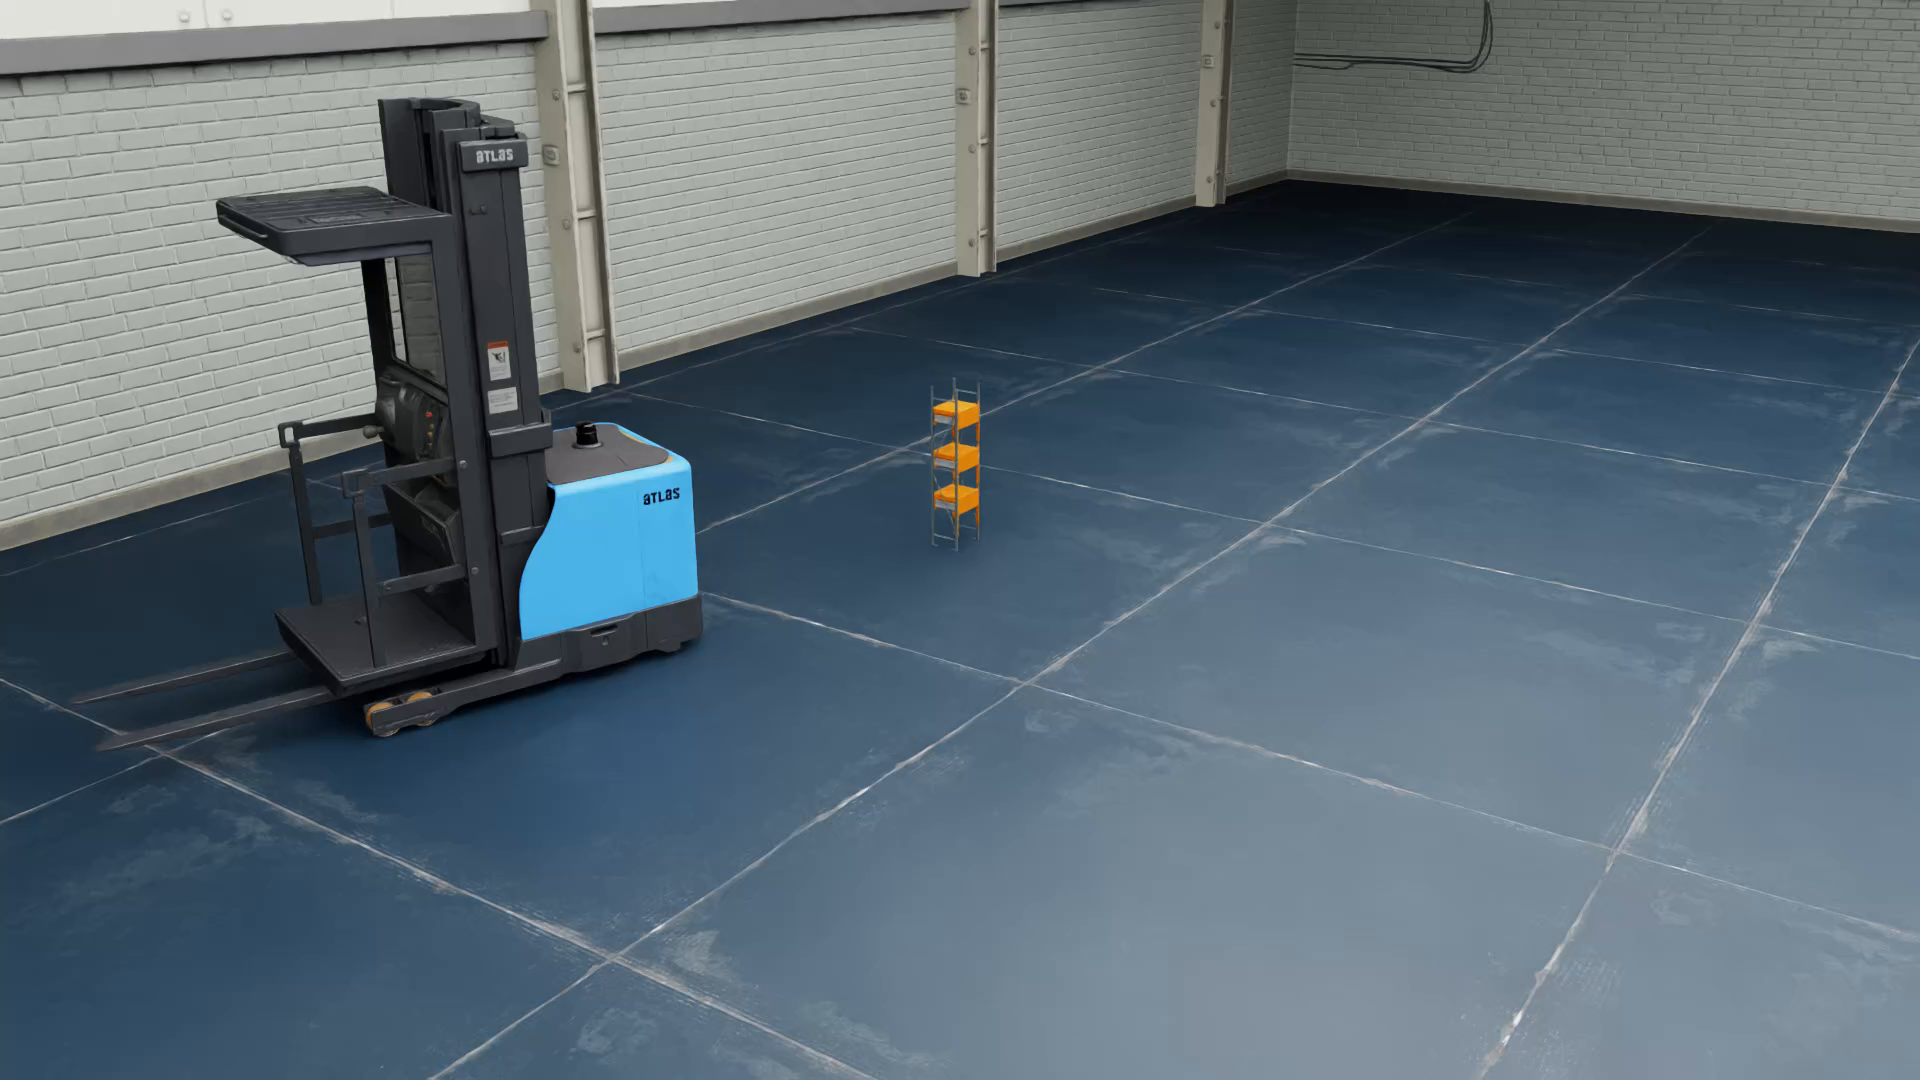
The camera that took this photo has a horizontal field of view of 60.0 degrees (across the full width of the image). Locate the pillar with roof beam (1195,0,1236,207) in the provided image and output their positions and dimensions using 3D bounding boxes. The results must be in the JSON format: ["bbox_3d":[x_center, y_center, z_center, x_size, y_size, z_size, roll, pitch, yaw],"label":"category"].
[{"bbox_3d":[7.115,-8.164,19.864,9.100,9.000,0.400,13,24,32],"label":"pillar with roof beam"}]

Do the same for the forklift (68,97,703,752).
[{"bbox_3d":[-2.900,-0.617,8.208,3.031,2.935,1.130,-15,25,-34],"label":"forklift"}]

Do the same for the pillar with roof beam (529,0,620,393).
[{"bbox_3d":[0.370,-4.721,10.556,9.100,9.000,0.400,13,24,32],"label":"pillar with roof beam"}]

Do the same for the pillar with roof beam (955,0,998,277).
[{"bbox_3d":[3.742,-6.442,15.210,9.100,9.000,0.400,13,24,32],"label":"pillar with roof beam"}]

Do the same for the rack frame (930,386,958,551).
[{"bbox_3d":[-0.099,-0.442,10.447,0.200,1.050,0.008,13,24,32],"label":"rack frame"}]

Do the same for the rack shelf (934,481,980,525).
[{"bbox_3d":[-0.030,-0.206,10.641,0.215,0.259,0.240,13,24,32],"label":"rack shelf"}]

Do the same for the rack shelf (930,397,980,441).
[{"bbox_3d":[-0.030,-0.733,10.447,0.215,0.259,0.240,13,24,32],"label":"rack shelf"}]

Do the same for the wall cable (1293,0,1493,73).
[{"bbox_3d":[6.305,-8.134,24.260,3.097,2.526,0.112,13,24,32],"label":"wall cable"}]

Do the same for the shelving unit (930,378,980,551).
[{"bbox_3d":[-0.030,-0.477,10.541,0.215,1.050,0.252,13,24,32],"label":"shelving unit"}]

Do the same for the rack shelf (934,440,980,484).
[{"bbox_3d":[-0.030,-0.467,10.545,0.215,0.259,0.240,13,24,32],"label":"rack shelf"}]

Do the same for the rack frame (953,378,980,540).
[{"bbox_3d":[0.038,-0.512,10.636,0.200,1.050,0.008,13,24,32],"label":"rack frame"}]
